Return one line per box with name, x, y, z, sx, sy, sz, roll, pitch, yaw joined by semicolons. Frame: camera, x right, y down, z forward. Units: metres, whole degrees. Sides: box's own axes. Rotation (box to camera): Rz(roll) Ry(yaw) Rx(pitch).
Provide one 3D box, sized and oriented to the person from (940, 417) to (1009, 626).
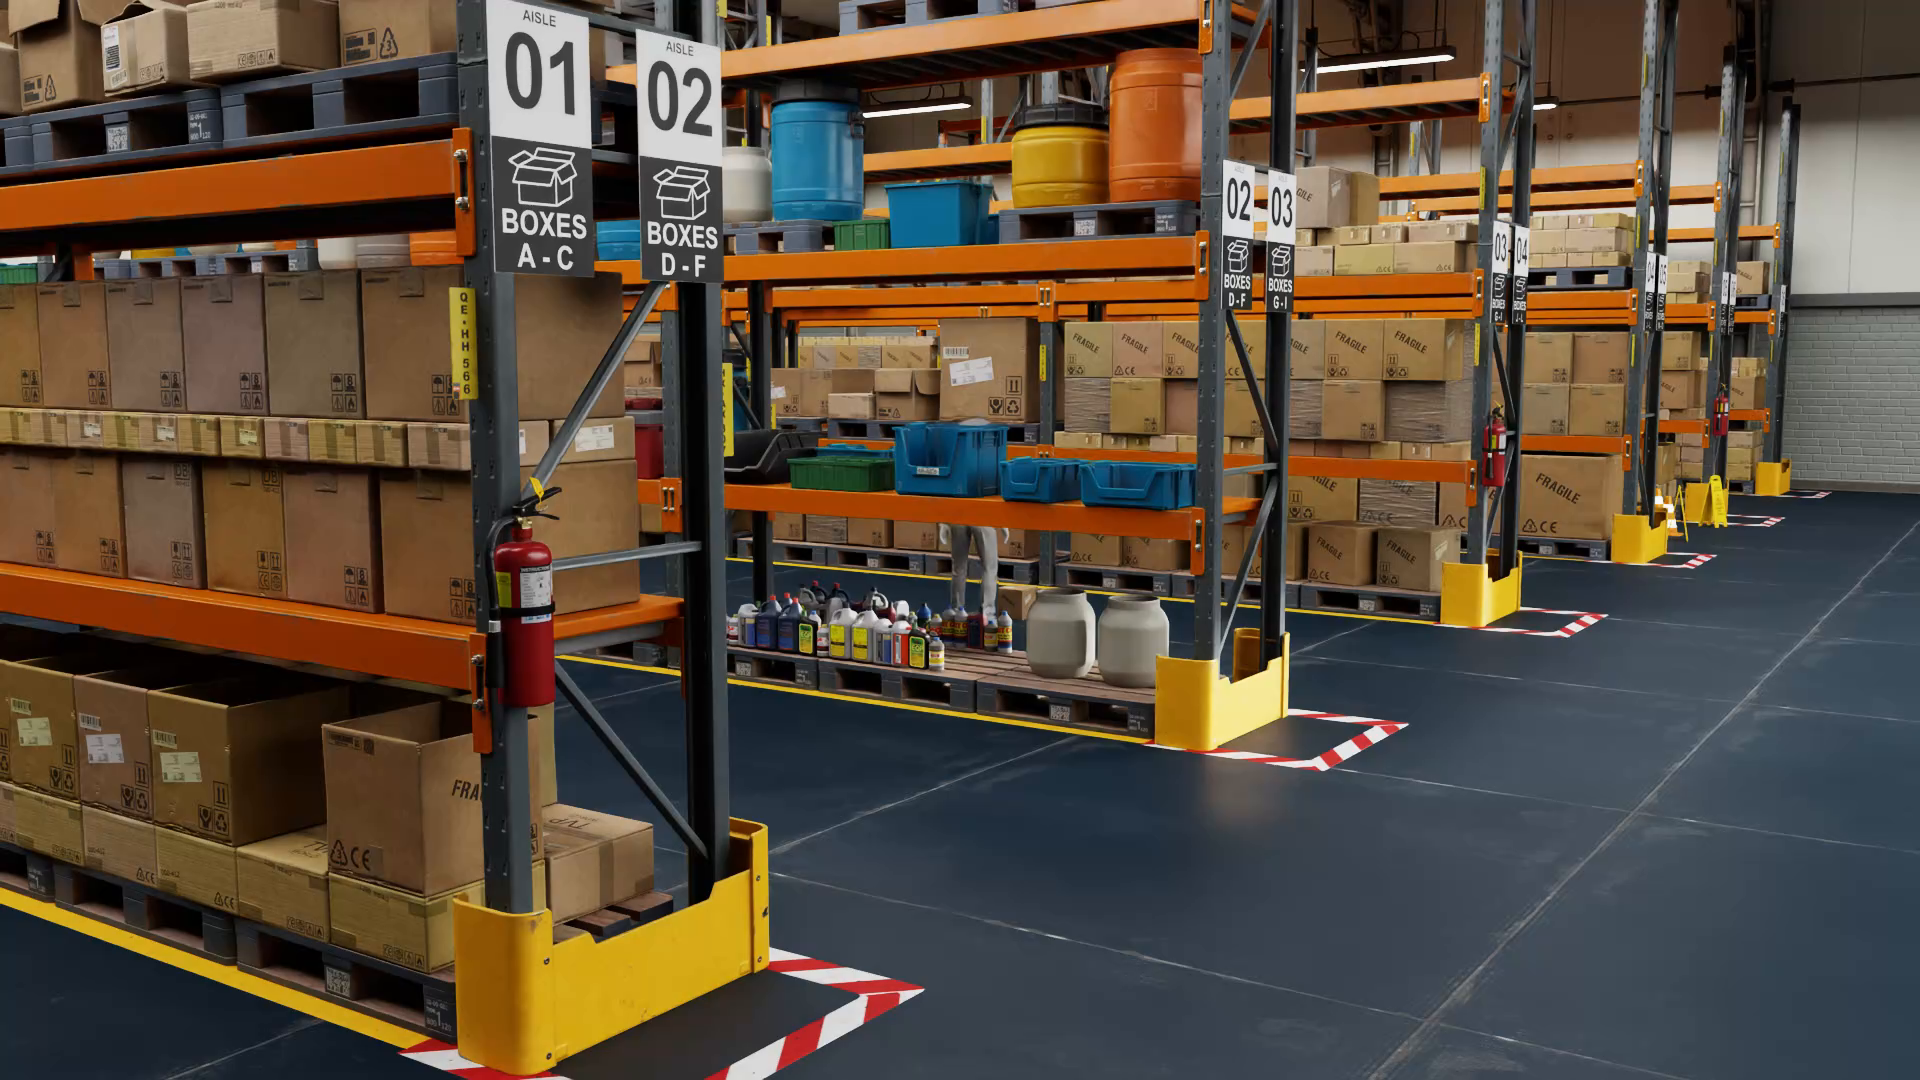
person;0.133;-0.135;13.111;0.635;1.651;0.715;2;7;19
